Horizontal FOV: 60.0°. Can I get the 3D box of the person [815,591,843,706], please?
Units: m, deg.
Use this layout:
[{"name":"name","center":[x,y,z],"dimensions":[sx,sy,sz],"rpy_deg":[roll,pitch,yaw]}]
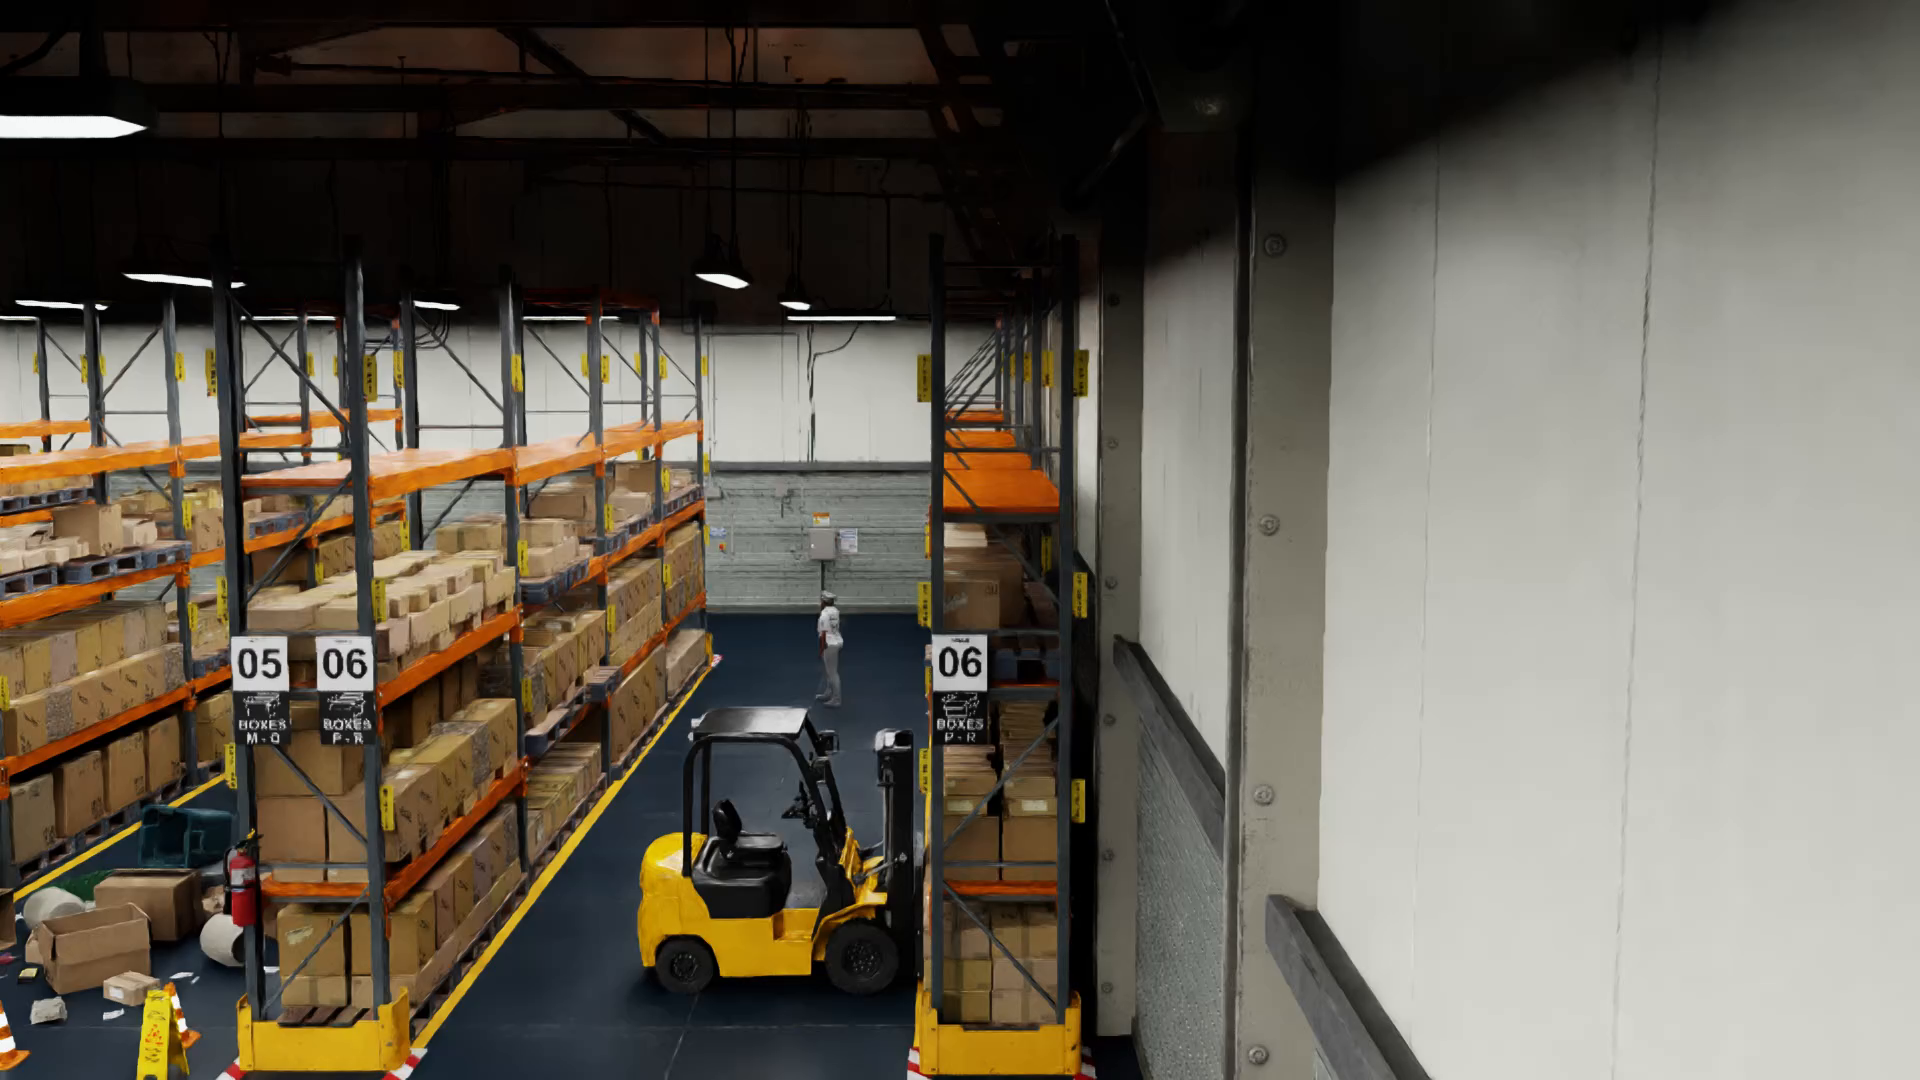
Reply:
[{"name":"person","center":[-1.958,1.596,24.737],"dimensions":[0.535,1.667,0.566],"rpy_deg":[2,7,19]}]
